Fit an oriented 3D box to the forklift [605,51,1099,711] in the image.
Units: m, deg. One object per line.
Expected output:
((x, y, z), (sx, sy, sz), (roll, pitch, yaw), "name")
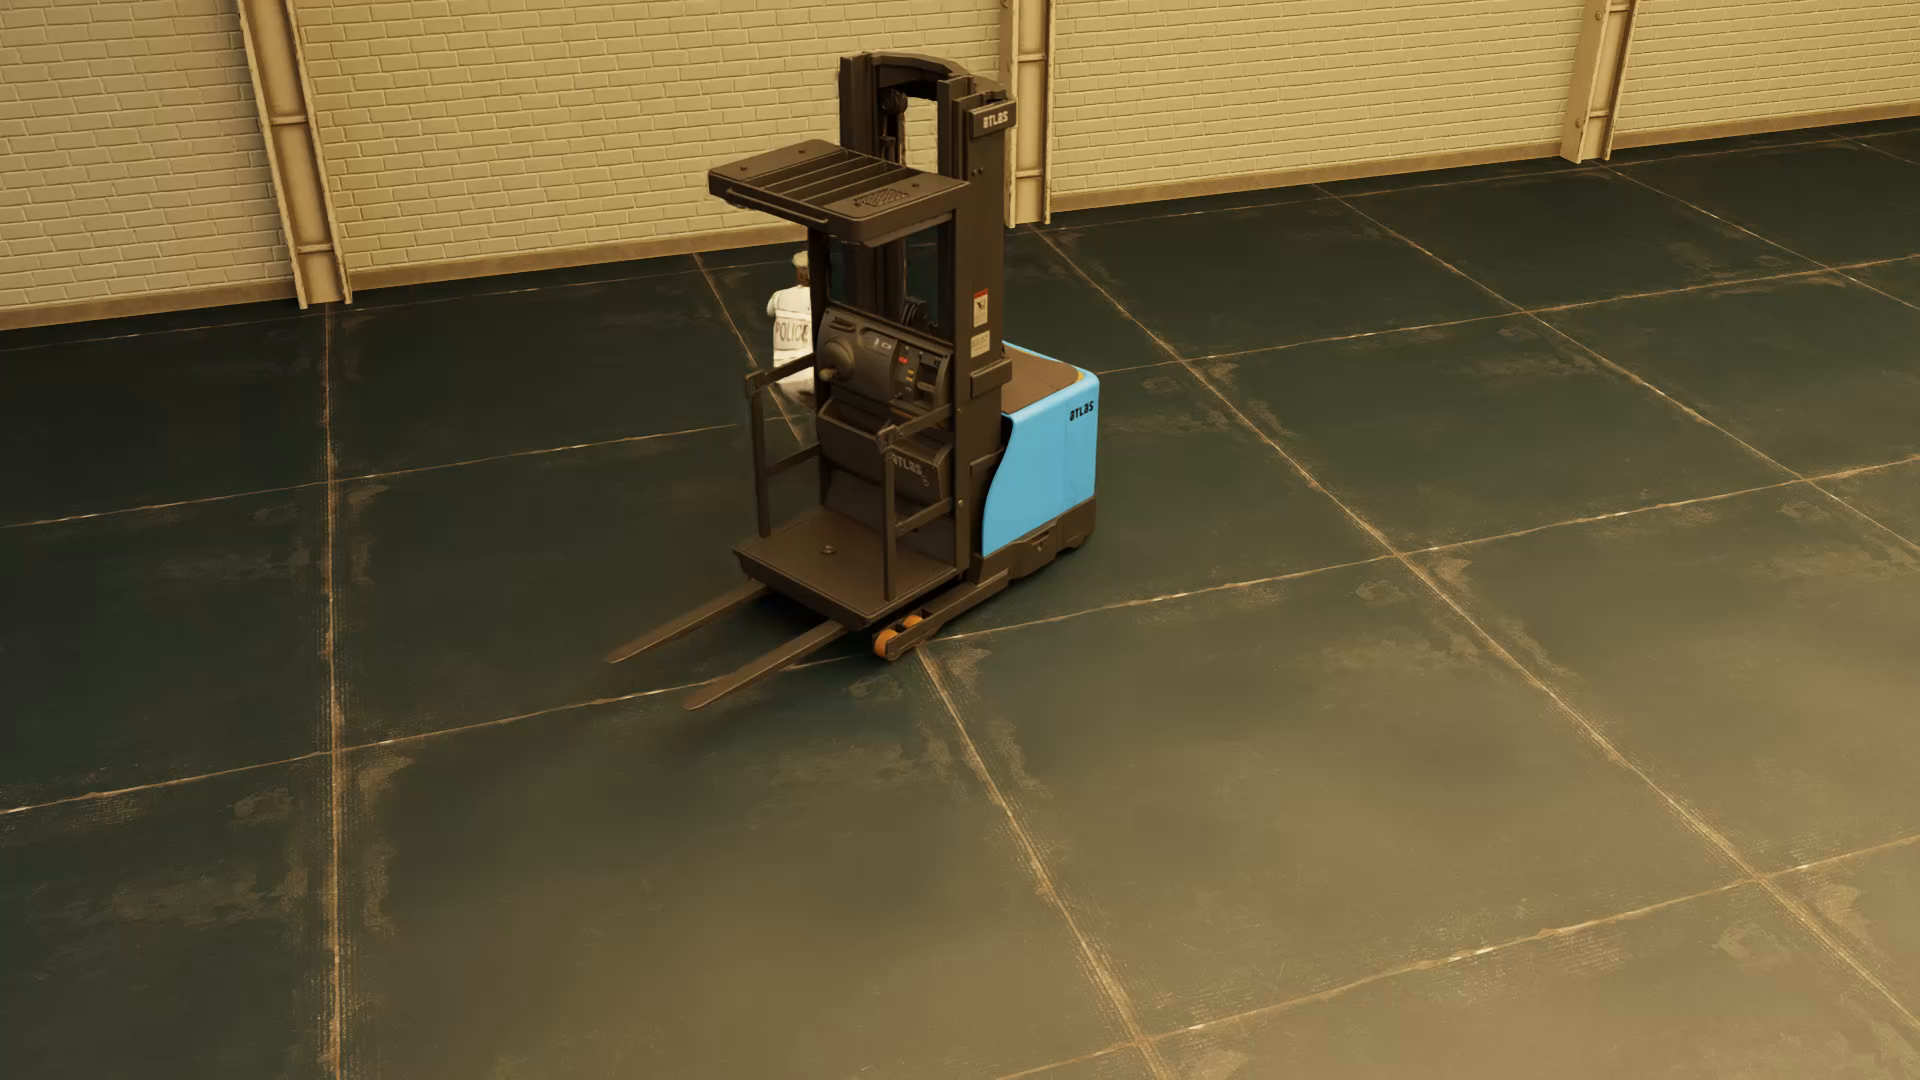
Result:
((-0.552, -0.910, 8.669), (1.130, 2.935, 3.031), (25, 38, 36), "forklift")

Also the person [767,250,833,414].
((-0.790, -1.120, 10.560), (0.991, 1.430, 0.857), (9, 31, 15), "person")
